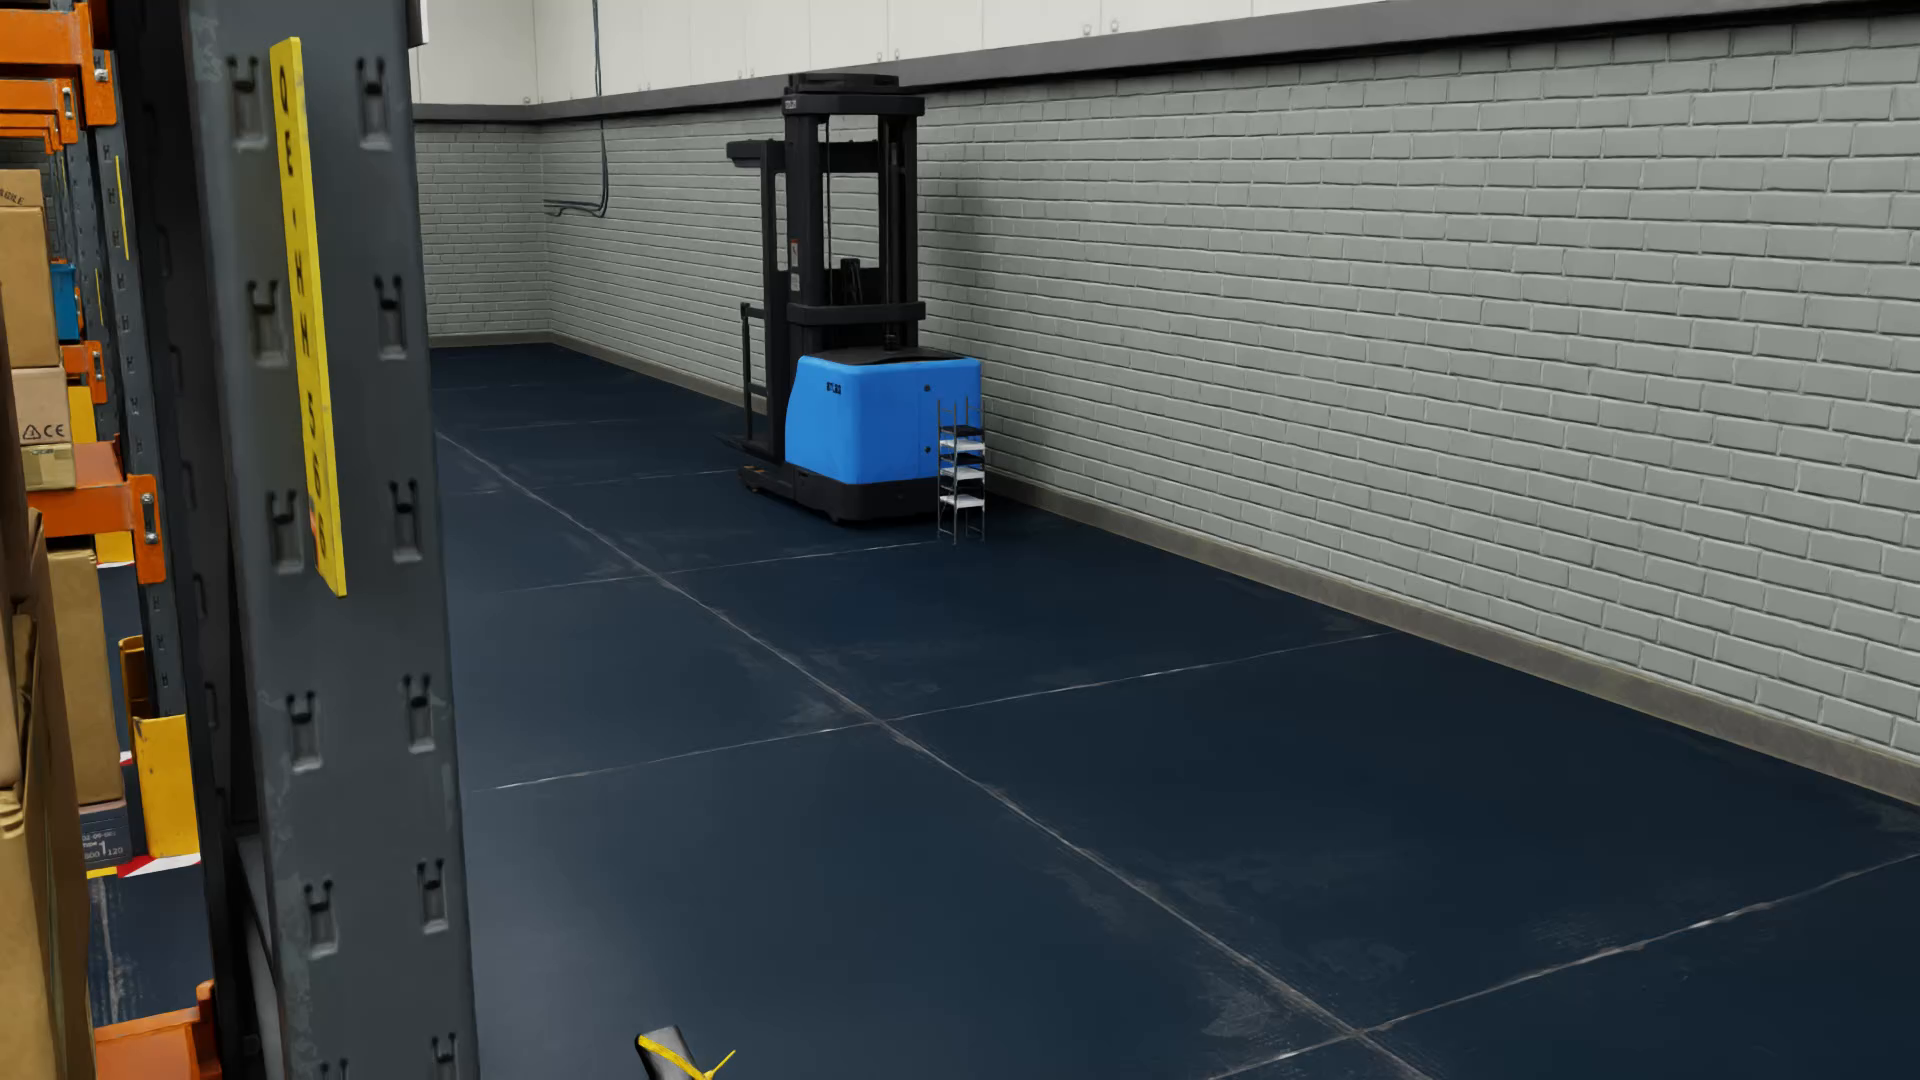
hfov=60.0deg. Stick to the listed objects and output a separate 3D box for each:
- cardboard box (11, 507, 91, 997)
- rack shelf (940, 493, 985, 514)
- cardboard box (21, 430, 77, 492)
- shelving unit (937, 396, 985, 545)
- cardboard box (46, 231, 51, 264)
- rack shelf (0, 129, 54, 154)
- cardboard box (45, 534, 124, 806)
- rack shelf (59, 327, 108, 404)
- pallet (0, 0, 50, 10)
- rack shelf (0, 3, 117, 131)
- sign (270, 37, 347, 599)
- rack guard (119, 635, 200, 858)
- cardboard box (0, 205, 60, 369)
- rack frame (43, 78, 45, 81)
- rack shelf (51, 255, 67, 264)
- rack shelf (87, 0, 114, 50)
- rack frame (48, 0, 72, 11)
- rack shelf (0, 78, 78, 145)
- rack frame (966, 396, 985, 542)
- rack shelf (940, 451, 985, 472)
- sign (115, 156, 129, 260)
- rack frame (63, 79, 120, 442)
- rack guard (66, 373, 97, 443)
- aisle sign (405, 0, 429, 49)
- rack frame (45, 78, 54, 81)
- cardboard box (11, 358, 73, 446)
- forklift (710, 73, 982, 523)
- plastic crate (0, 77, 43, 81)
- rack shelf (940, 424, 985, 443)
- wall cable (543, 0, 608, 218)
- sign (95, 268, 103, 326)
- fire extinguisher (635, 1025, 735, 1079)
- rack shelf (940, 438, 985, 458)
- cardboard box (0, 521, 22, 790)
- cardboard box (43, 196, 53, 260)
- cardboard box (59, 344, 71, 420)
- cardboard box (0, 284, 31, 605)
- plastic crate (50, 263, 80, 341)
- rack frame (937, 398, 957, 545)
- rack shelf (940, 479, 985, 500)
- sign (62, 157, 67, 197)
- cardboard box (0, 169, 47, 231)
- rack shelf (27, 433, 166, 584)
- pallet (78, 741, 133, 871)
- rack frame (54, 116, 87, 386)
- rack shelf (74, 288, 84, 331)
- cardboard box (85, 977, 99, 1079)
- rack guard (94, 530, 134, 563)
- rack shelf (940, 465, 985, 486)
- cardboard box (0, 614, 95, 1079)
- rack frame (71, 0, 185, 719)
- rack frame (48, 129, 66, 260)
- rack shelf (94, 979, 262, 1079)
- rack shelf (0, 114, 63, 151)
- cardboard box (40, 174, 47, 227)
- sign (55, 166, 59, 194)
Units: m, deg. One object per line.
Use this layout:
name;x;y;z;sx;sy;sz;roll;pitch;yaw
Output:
cardboard box;-1.171;0.278;1.638;0.500;0.500;0.500;-6;14;-25
rack shelf;0.007;-0.232;10.561;0.200;0.077;0.258;-7;14;-28
cardboard box;-3.087;-0.265;5.529;0.250;0.149;0.380;-7;14;-27
shelving unit;0.007;-0.440;10.514;0.210;0.900;0.258;-7;14;-28
cardboard box;-7.938;-2.348;13.981;0.500;0.500;0.500;-6;14;-26
rack shelf;-11.808;-4.255;17.490;4.000;0.370;1.077;-7;14;-28
cardboard box;-3.455;0.425;5.769;0.875;0.875;0.875;-7;14;-28
rack shelf;-7.061;-0.882;9.335;4.000;0.370;1.077;-7;14;-28
pallet;-3.578;-1.829;5.275;1.213;0.211;1.003;-7;14;-28
rack shelf;-4.687;-1.391;4.765;4.000;0.370;1.077;-7;14;-28
sign;-0.396;-0.132;1.009;0.005;0.325;0.100;-7;14;-28
rack guard;-2.911;0.728;6.236;0.348;0.500;1.175;-7;14;-28
cardboard box;-3.234;-0.825;5.399;0.500;0.500;0.500;-7;14;-27
rack frame;-10.052;-6.279;18.016;0.127;3.000;1.000;-7;14;-28
rack shelf;-11.808;-2.791;17.819;4.000;0.370;1.077;-7;14;-28
rack shelf;-2.400;-0.425;0.470;4.000;0.370;1.077;-7;14;-28
rack frame;-5.305;-4.370;9.533;0.127;3.000;1.000;-7;14;-28
rack shelf;-7.061;-2.345;9.006;4.000;0.370;1.077;-7;14;-28
rack frame;0.096;-0.451;10.562;0.006;0.900;0.240;-7;14;-28
rack shelf;0.007;-0.495;10.502;0.200;0.077;0.258;-7;14;-28
sign;-2.684;-1.063;5.326;0.005;0.325;0.100;-7;14;-28
rack frame;-5.305;-1.443;10.191;0.127;3.000;1.000;-7;14;-28
rack guard;-7.742;-1.171;14.674;0.348;0.500;1.175;-7;14;-28
aisle sign;-0.436;-0.741;1.147;0.004;0.787;0.394;-7;14;-28
rack frame;-7.675;-5.325;13.776;0.127;3.000;1.000;-7;14;-28
cardboard box;-3.230;-0.459;5.480;0.500;0.250;0.500;-7;15;-29
forklift;-0.997;-1.824;12.038;1.130;2.935;3.031;-7;14;-28
plastic crate;-5.777;-2.856;9.935;0.590;0.269;0.497;-7;14;-28
rack shelf;0.007;-0.671;10.462;0.200;0.077;0.258;-7;14;-28
wall cable;-4.916;-5.291;20.695;0.112;2.526;3.097;-7;14;-28
sign;-5.027;-1.419;9.710;0.005;0.325;0.100;-7;14;-28
fire extinguisher;-0.202;0.760;1.427;0.183;0.674;0.296;-7;14;-28
rack shelf;0.007;-0.583;10.482;0.200;0.077;0.258;-7;14;-28
cardboard box;-0.927;-0.108;1.075;0.500;0.500;0.500;-7;15;-29
cardboard box;-10.495;-3.443;18.395;0.700;0.700;0.980;-6;14;-25
cardboard box;-3.483;-0.562;5.941;0.500;0.250;0.500;-7;15;-29
cardboard box;-1.165;-0.208;1.519;0.500;0.500;0.500;-7;14;-28
plastic crate;-5.510;-1.419;9.864;0.499;0.435;0.616;-7;14;-28
rack frame;-0.082;-0.429;10.467;0.006;0.900;0.240;-7;14;-28
rack shelf;0.007;-0.320;10.541;0.200;0.077;0.258;-7;14;-28
sign;-7.427;-3.008;13.788;0.005;0.325;0.100;-7;14;-28
cardboard box;-7.934;-2.835;13.870;0.500;0.500;0.500;-7;14;-28
rack shelf;-4.687;0.072;5.094;4.000;0.370;1.077;-7;14;-28
pallet;-3.596;0.971;5.815;1.213;0.211;1.003;-7;14;-28
rack frame;-7.675;-2.398;14.435;0.127;3.000;1.000;-7;14;-28
rack shelf;-9.431;-1.837;13.579;4.000;0.370;1.077;-7;14;-28
cardboard box;-1.085;0.571;1.812;0.250;0.149;0.380;-7;14;-28
rack guard;-5.290;-0.229;10.488;0.348;0.500;1.175;-7;14;-28
rack shelf;0.007;-0.407;10.521;0.200;0.077;0.258;-7;14;-28
cardboard box;-0.915;0.380;1.181;0.500;0.500;0.500;-7;14;-27
rack frame;-2.932;-0.489;5.950;0.127;3.000;1.000;-7;14;-28
rack frame;-10.052;-3.353;18.675;0.127;3.000;1.000;-7;14;-28
rack shelf;-2.400;1.039;0.800;4.000;0.370;1.077;-7;14;-28
rack shelf;-9.431;-3.300;13.249;4.000;0.370;1.077;-7;14;-28
cardboard box;-8.191;-2.939;14.332;0.500;0.500;0.500;-6;14;-26
sign;-9.804;-3.927;18.051;0.005;0.325;0.100;-7;14;-28
